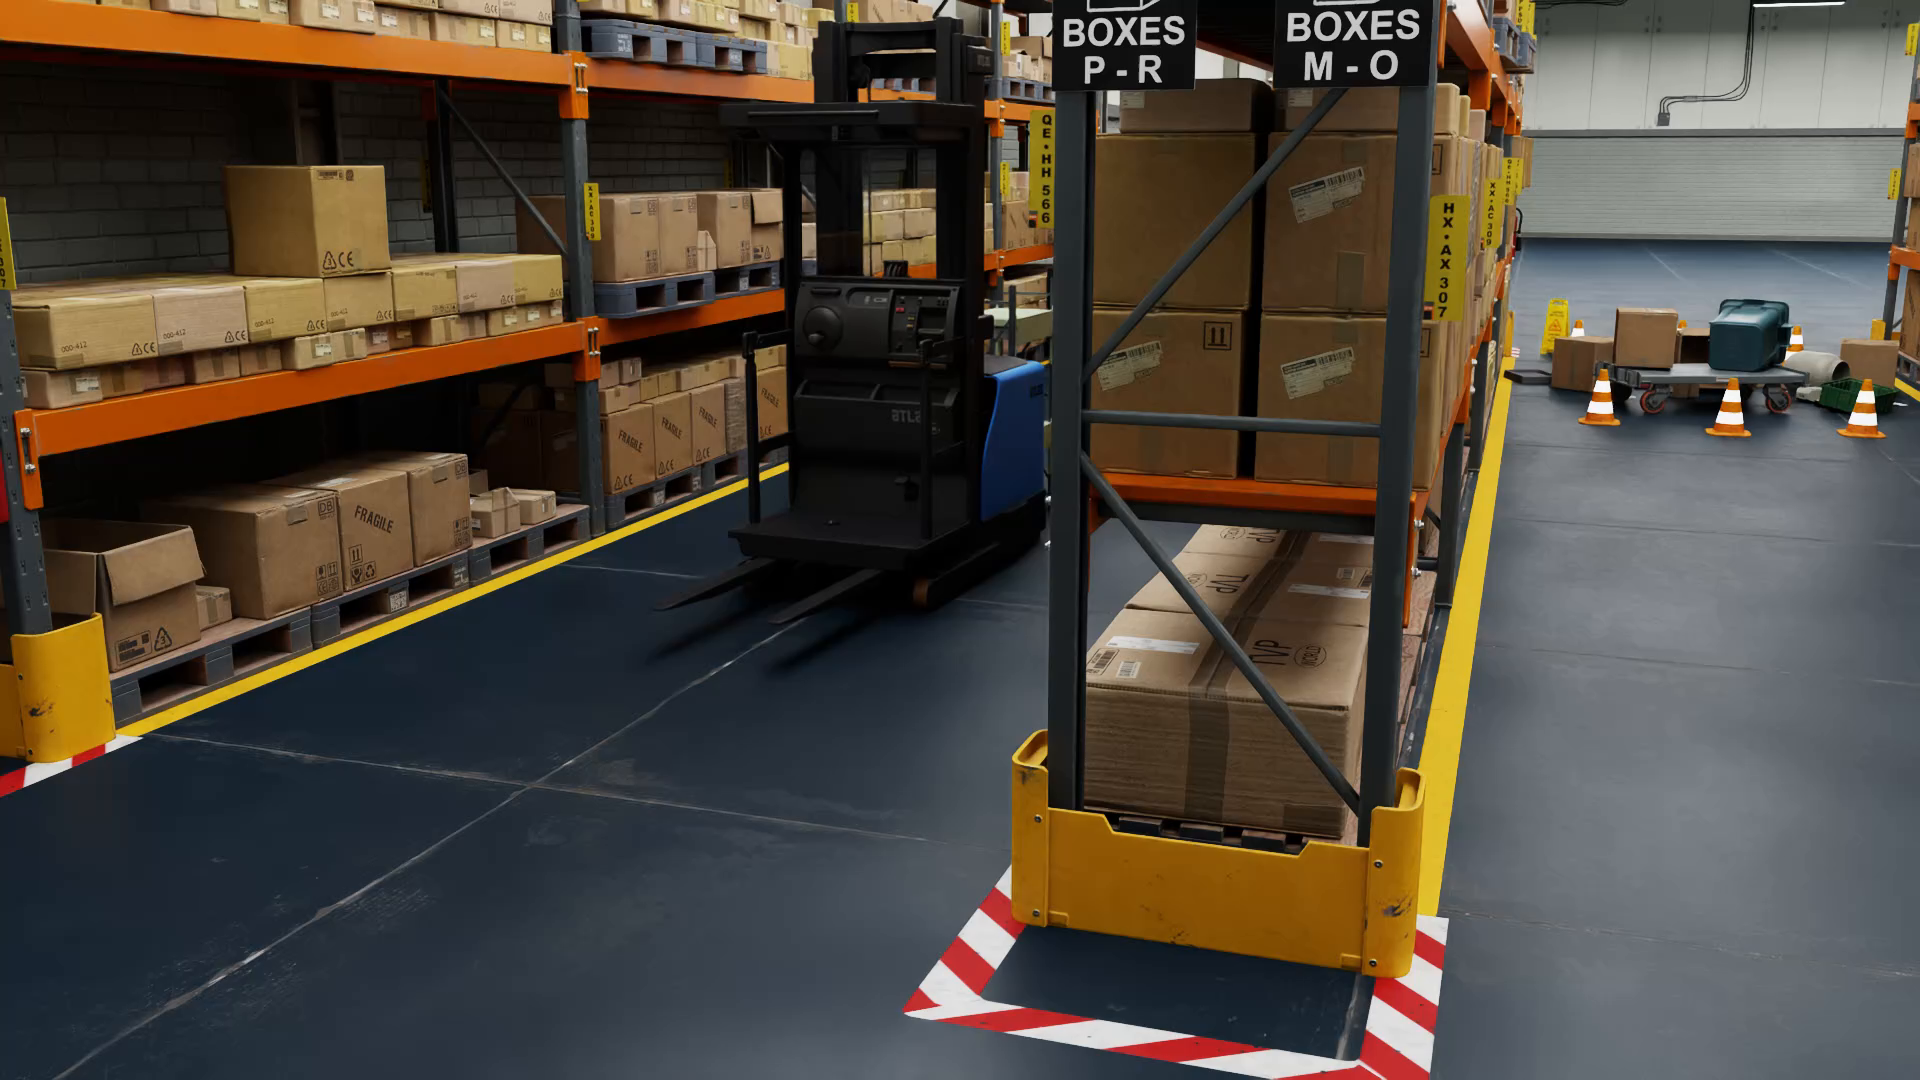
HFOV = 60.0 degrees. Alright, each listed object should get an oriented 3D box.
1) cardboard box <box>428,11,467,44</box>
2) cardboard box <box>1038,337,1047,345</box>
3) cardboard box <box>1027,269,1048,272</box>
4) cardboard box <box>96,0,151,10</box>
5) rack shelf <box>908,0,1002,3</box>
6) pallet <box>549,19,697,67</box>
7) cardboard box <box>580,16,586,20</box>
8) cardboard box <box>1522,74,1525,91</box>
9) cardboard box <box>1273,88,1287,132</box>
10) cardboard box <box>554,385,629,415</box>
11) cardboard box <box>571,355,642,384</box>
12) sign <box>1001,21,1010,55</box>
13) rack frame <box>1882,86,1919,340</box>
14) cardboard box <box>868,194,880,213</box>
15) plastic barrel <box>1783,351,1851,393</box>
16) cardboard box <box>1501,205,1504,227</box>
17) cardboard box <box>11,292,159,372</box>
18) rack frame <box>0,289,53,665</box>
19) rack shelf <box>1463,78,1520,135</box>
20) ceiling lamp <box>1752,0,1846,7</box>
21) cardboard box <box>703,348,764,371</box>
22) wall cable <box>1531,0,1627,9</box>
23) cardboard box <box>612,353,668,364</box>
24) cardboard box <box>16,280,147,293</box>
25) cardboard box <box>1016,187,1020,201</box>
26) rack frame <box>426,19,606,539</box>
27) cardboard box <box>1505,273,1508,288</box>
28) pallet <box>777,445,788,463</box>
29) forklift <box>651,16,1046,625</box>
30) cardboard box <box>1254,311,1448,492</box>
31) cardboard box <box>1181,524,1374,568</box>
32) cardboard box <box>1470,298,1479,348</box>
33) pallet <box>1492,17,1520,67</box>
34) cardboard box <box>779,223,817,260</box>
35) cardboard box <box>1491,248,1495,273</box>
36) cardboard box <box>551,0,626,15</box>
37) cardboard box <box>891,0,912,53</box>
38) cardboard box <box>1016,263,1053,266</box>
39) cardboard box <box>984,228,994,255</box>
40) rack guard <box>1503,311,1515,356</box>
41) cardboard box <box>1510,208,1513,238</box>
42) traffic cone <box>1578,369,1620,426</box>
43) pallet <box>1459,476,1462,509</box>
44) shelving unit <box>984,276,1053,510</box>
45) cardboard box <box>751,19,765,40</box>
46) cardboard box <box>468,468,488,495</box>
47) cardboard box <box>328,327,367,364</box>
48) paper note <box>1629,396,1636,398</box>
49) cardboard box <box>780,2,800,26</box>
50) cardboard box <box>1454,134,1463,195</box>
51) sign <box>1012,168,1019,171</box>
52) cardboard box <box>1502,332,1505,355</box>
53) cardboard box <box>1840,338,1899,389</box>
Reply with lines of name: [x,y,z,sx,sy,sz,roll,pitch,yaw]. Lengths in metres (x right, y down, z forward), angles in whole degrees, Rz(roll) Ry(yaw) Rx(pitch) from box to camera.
cardboard box: [-2.749,-2.603,8.473,0.380,0.149,0.250,4,14,18]
cardboard box: [0.709,-2.362,18.832,0.500,0.250,0.500,5,14,19]
cardboard box: [1.064,-3.062,19.652,0.500,0.250,0.500,5,14,19]
cardboard box: [-3.463,-2.176,6.605,0.380,0.149,0.250,4,14,19]
rack shelf: [-0.709,-5.161,14.891,1.077,0.370,4.000,4,14,18]
pallet: [-2.373,-3.021,10.166,1.213,0.211,1.003,4,14,18]
cardboard box: [-2.485,-3.291,10.321,0.380,0.149,0.250,4,13,17]
cardboard box: [5.692,-4.880,17.555,0.500,0.250,0.500,5,14,20]
cardboard box: [1.147,-1.287,4.956,0.380,0.149,0.250,5,14,20]
cardboard box: [-2.283,-0.877,10.305,0.380,0.149,0.250,5,14,21]
cardboard box: [-2.244,-1.080,10.527,0.380,0.149,0.250,4,13,16]
sign: [0.454,-5.034,16.690,0.100,0.325,0.005,4,14,18]
rack frame: [10.646,-3.353,17.938,1.000,3.000,0.127,4,14,18]
cardboard box: [-0.890,-2.828,13.953,0.380,0.149,0.250,5,14,20]
plastic barrel: [8.268,-1.604,16.065,0.421,0.421,0.512,-8,15,-30]
cardboard box: [4.371,-2.918,14.195,0.500,0.500,0.500,5,14,20]
cardboard box: [-3.543,-0.824,6.526,0.500,0.250,0.500,4,14,19]
rack frame: [-3.945,-0.676,6.209,1.000,3.000,0.127,4,14,18]
rack shelf: [3.988,-3.537,13.618,1.077,0.370,4.000,4,14,18]
ceiling lamp: [20.097,-14.363,39.574,2.000,3.185,0.800,4,14,18]
cardboard box: [-1.671,-1.324,12.263,0.380,0.149,0.250,4,13,18]
wall cable: [17.553,-16.478,47.366,3.097,2.526,0.112,4,14,18]
cardboard box: [-2.316,-1.246,11.920,0.380,0.149,0.250,4,13,16]
cardboard box: [-3.879,-0.972,7.176,0.500,0.250,0.500,4,14,19]
cardboard box: [0.430,-3.727,17.895,0.380,0.149,0.250,4,14,18]
rack frame: [-2.651,-1.518,9.899,1.000,3.000,0.127,4,14,18]
cardboard box: [5.344,-2.627,16.850,0.380,0.149,0.250,5,14,21]
pallet: [-1.634,-0.846,13.222,1.003,0.211,1.213,4,14,18]
forklift: [-0.524,-1.181,8.573,1.130,2.935,3.031,5,14,22]
cardboard box: [1.180,-0.449,4.988,0.500,0.500,0.500,4,14,18]
cardboard box: [1.453,0.196,7.204,0.875,0.438,0.875,4,13,17]
cardboard box: [2.439,-1.162,8.676,0.500,0.250,0.500,4,13,17]
pallet: [2.824,-2.999,10.071,1.003,0.211,1.213,5,14,21]
cardboard box: [-1.392,-2.247,12.483,0.500,0.250,0.500,4,13,16]
cardboard box: [3.116,-1.837,10.508,0.500,0.250,0.500,4,13,17]
cardboard box: [-2.178,-3.146,9.685,0.380,0.149,0.250,5,14,19]
cardboard box: [-0.823,-4.374,14.274,0.700,0.500,0.500,4,13,17]
cardboard box: [0.897,-3.309,20.733,0.500,0.250,0.500,4,13,18]
cardboard box: [0.022,-3.005,16.748,0.500,0.250,0.500,5,14,20]
rack guard: [5.905,-2.454,19.615,1.175,0.500,0.348,4,14,18]
cardboard box: [5.357,-3.325,16.920,0.500,0.500,0.500,4,14,18]
traffic cone: [5.559,-1.247,14.413,0.336,0.463,0.334,4,14,18]
pallet: [2.618,-0.228,10.512,1.003,0.211,1.213,4,14,18]
shelving unit: [0.284,-0.869,10.424,0.431,1.500,0.755,5,14,22]
cardboard box: [-1.622,-3.641,11.900,0.380,0.149,0.250,4,14,19]
cardboard box: [-3.088,-0.290,9.616,0.500,0.311,0.500,5,14,20]
cardboard box: [-3.049,-0.928,7.876,0.380,0.149,0.250,5,14,20]
paper note: [6.421,-1.387,15.998,0.148,0.019,0.142,4,14,18]
cardboard box: [-1.411,-3.888,12.313,0.380,0.149,0.250,4,13,17]
cardboard box: [1.338,-1.046,5.356,0.500,0.500,0.500,4,13,17]
sign: [0.709,-4.547,21.044,0.100,0.325,0.005,4,14,18]
cardboard box: [5.584,-2.144,17.875,0.500,0.250,0.500,4,13,16]
cardboard box: [8.883,-1.694,16.282,0.500,0.500,0.500,7,15,28]
